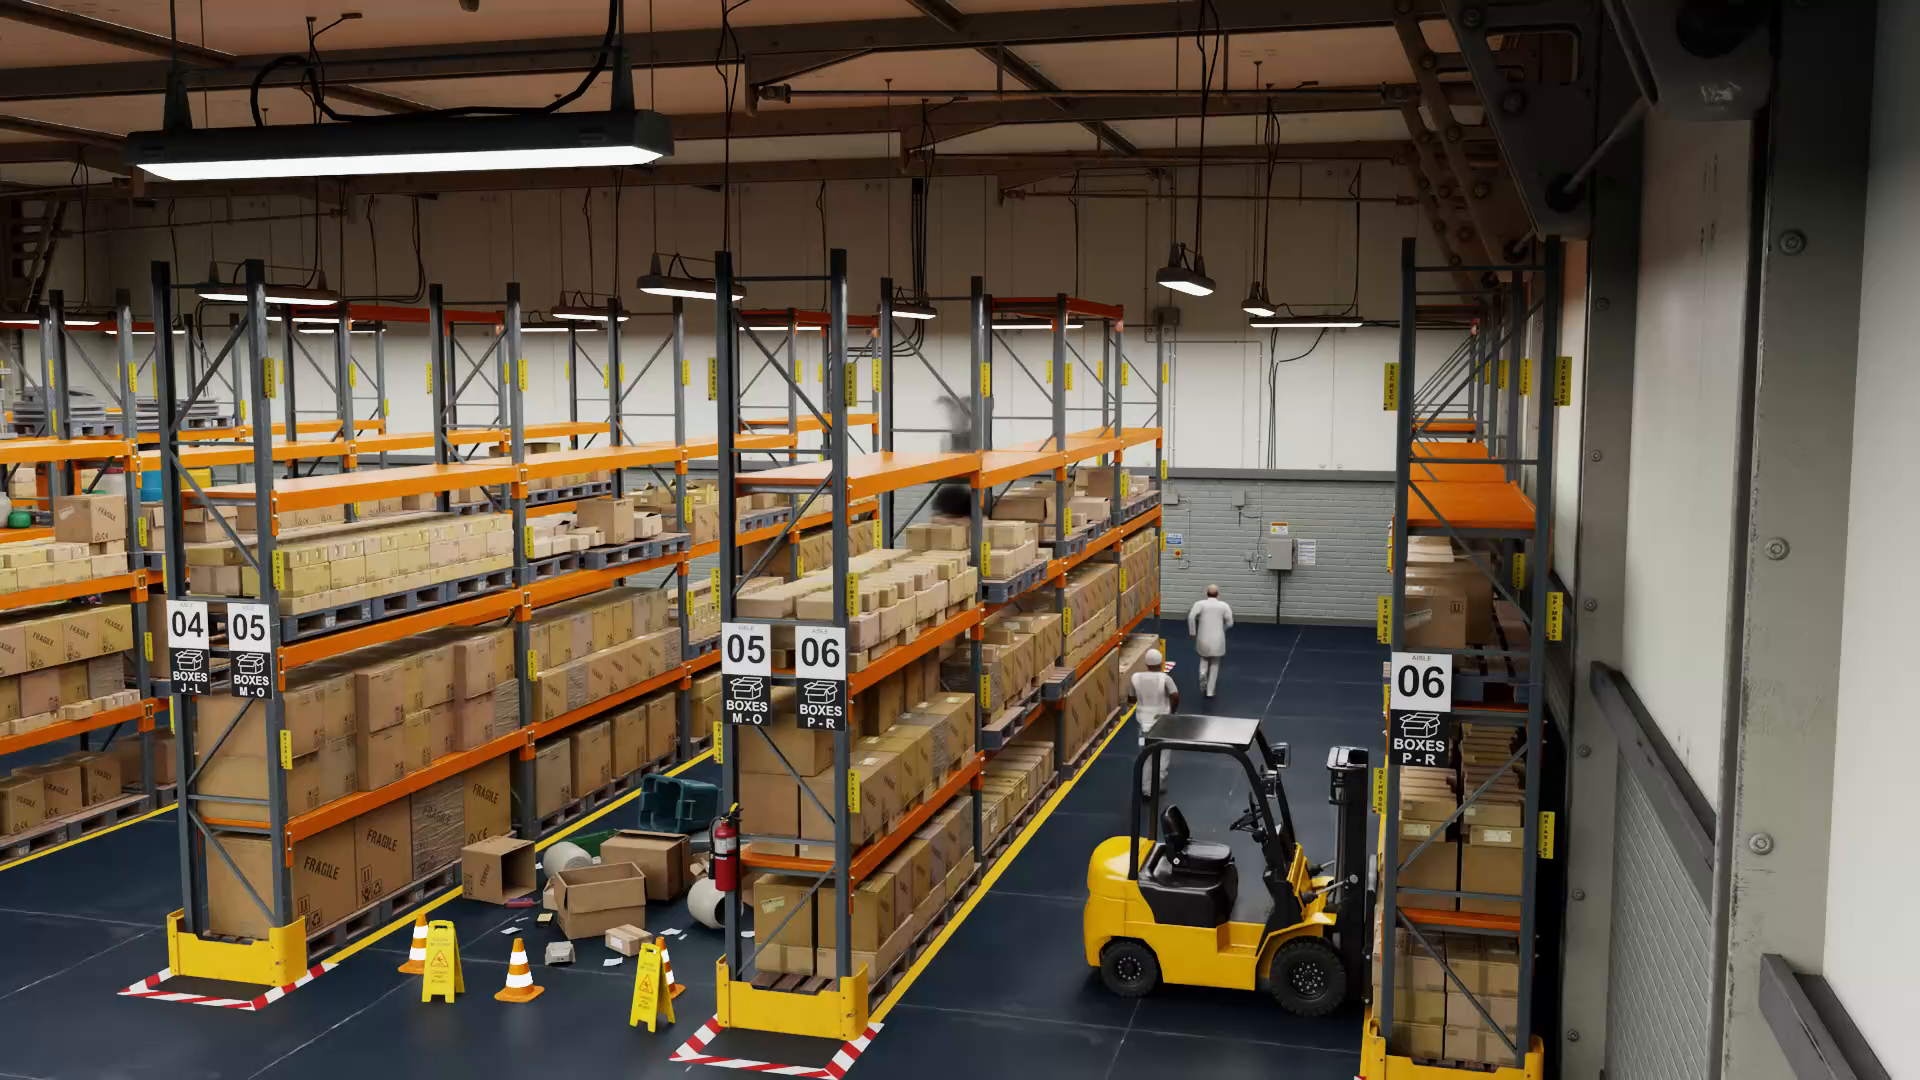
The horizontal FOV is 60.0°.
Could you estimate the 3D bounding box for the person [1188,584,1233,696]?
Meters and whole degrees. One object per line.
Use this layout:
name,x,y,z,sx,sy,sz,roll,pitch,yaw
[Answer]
person,3.921,1.551,26.020,0.690,1.733,0.715,1,6,11

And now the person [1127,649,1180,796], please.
person,2.345,2.180,19.969,0.661,1.792,0.656,2,6,16
